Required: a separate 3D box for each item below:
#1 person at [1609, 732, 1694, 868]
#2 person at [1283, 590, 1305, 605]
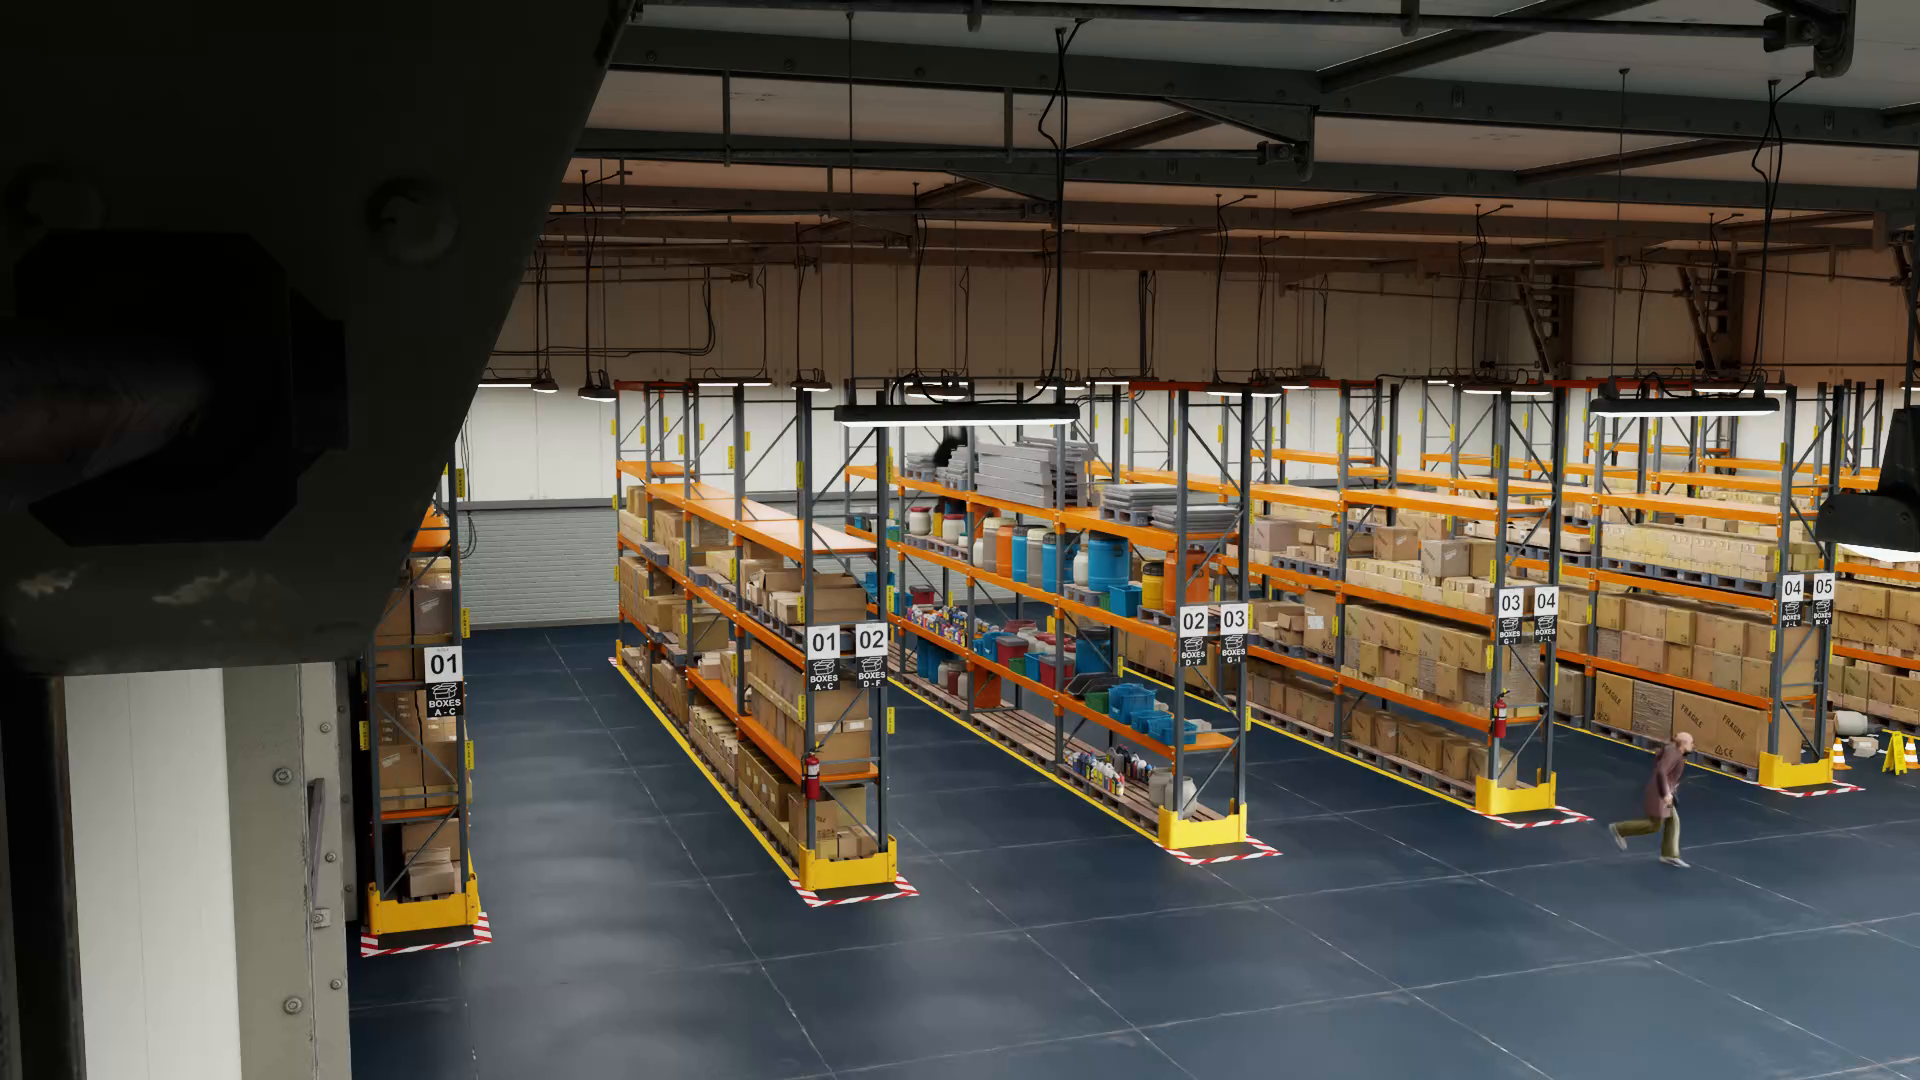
[{"bbox_3d":[8.785,3.272,21.140,0.970,1.735,0.722,2,6,16],"label":"person"},{"bbox_3d":[8.292,1.141,40.984,0.787,1.806,0.767,4,7,32],"label":"person"}]
